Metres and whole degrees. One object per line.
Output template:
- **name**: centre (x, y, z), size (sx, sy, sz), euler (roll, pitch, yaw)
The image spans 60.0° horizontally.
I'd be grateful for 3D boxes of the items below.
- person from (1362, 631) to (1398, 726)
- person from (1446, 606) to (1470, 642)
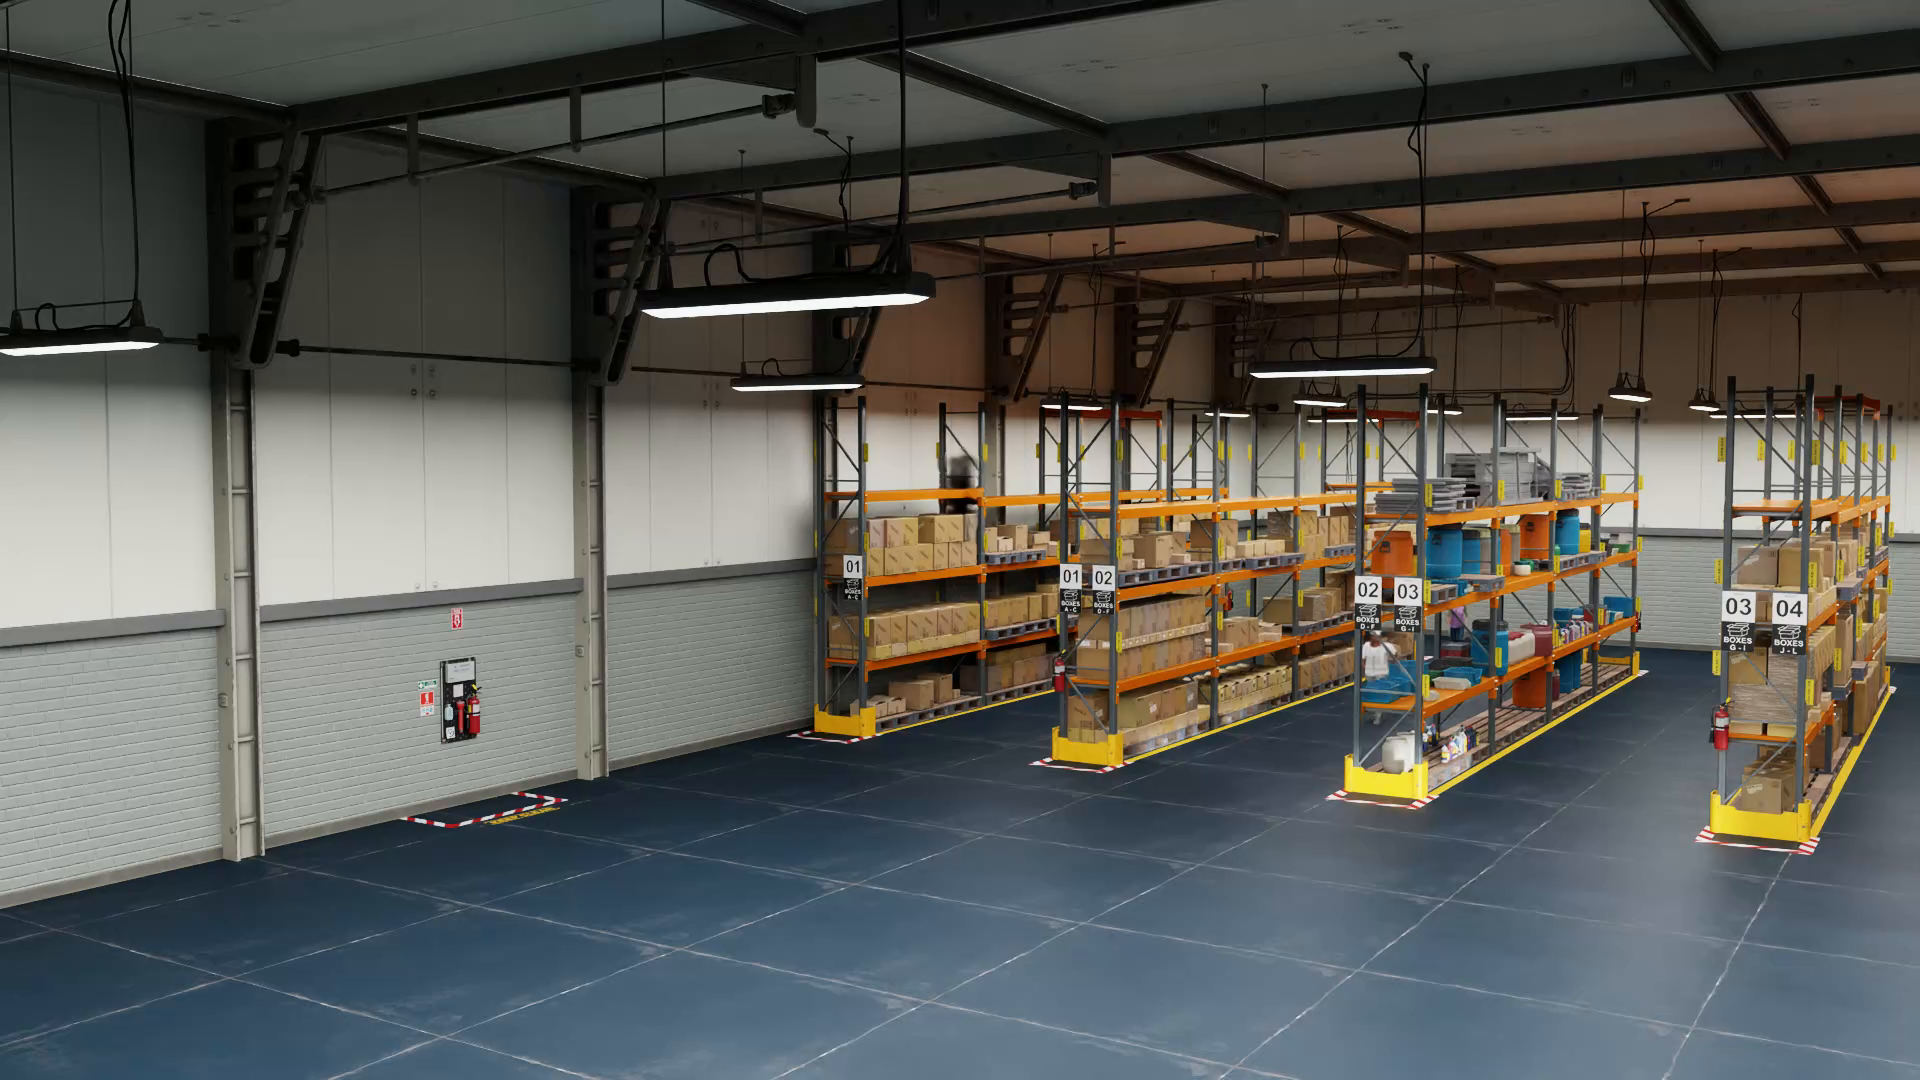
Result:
- **person**: centre (7.676, 2.514, 30.703), size (0.682, 1.810, 0.823), euler (2, 3, 31)
- **person**: centre (12.057, 2.117, 40.289), size (0.549, 1.567, 0.631), euler (1, 3, 16)
